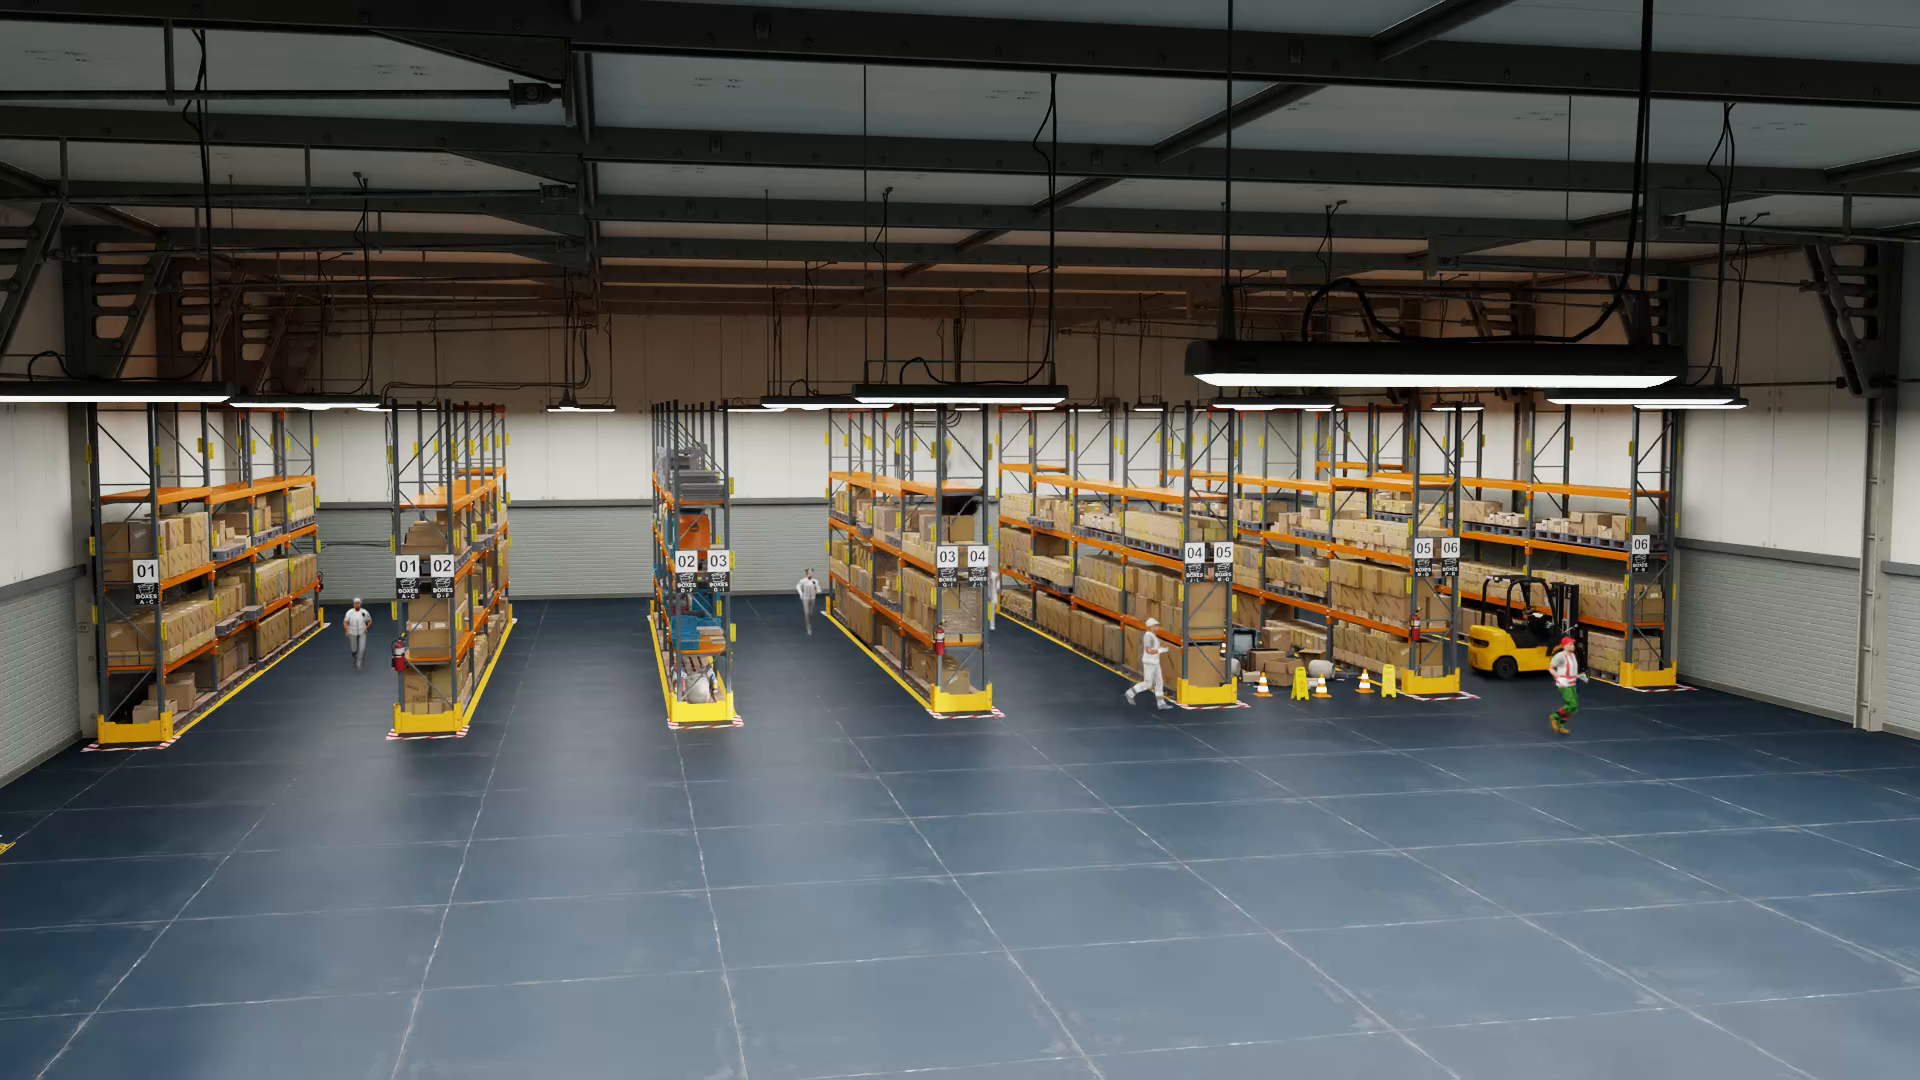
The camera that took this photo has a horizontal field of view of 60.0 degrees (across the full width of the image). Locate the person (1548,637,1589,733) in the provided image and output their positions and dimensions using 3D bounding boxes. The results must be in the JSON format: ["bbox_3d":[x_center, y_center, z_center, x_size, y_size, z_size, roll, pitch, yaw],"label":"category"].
[{"bbox_3d":[10.882,2.603,29.738,0.633,1.743,0.575,-4,6,-41],"label":"person"}]

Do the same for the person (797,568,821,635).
[{"bbox_3d":[-3.943,1.586,43.581,0.611,1.722,0.912,-1,4,-16],"label":"person"}]

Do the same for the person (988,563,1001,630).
[{"bbox_3d":[0.763,1.490,44.276,0.714,1.755,1.033,-1,4,-10],"label":"person"}]

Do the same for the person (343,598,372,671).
[{"bbox_3d":[-13.501,2.115,37.296,0.609,1.629,0.554,-2,5,-21],"label":"person"}]

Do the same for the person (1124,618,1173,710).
[{"bbox_3d":[3.659,2.392,32.135,0.951,1.774,0.670,2,5,20],"label":"person"}]
